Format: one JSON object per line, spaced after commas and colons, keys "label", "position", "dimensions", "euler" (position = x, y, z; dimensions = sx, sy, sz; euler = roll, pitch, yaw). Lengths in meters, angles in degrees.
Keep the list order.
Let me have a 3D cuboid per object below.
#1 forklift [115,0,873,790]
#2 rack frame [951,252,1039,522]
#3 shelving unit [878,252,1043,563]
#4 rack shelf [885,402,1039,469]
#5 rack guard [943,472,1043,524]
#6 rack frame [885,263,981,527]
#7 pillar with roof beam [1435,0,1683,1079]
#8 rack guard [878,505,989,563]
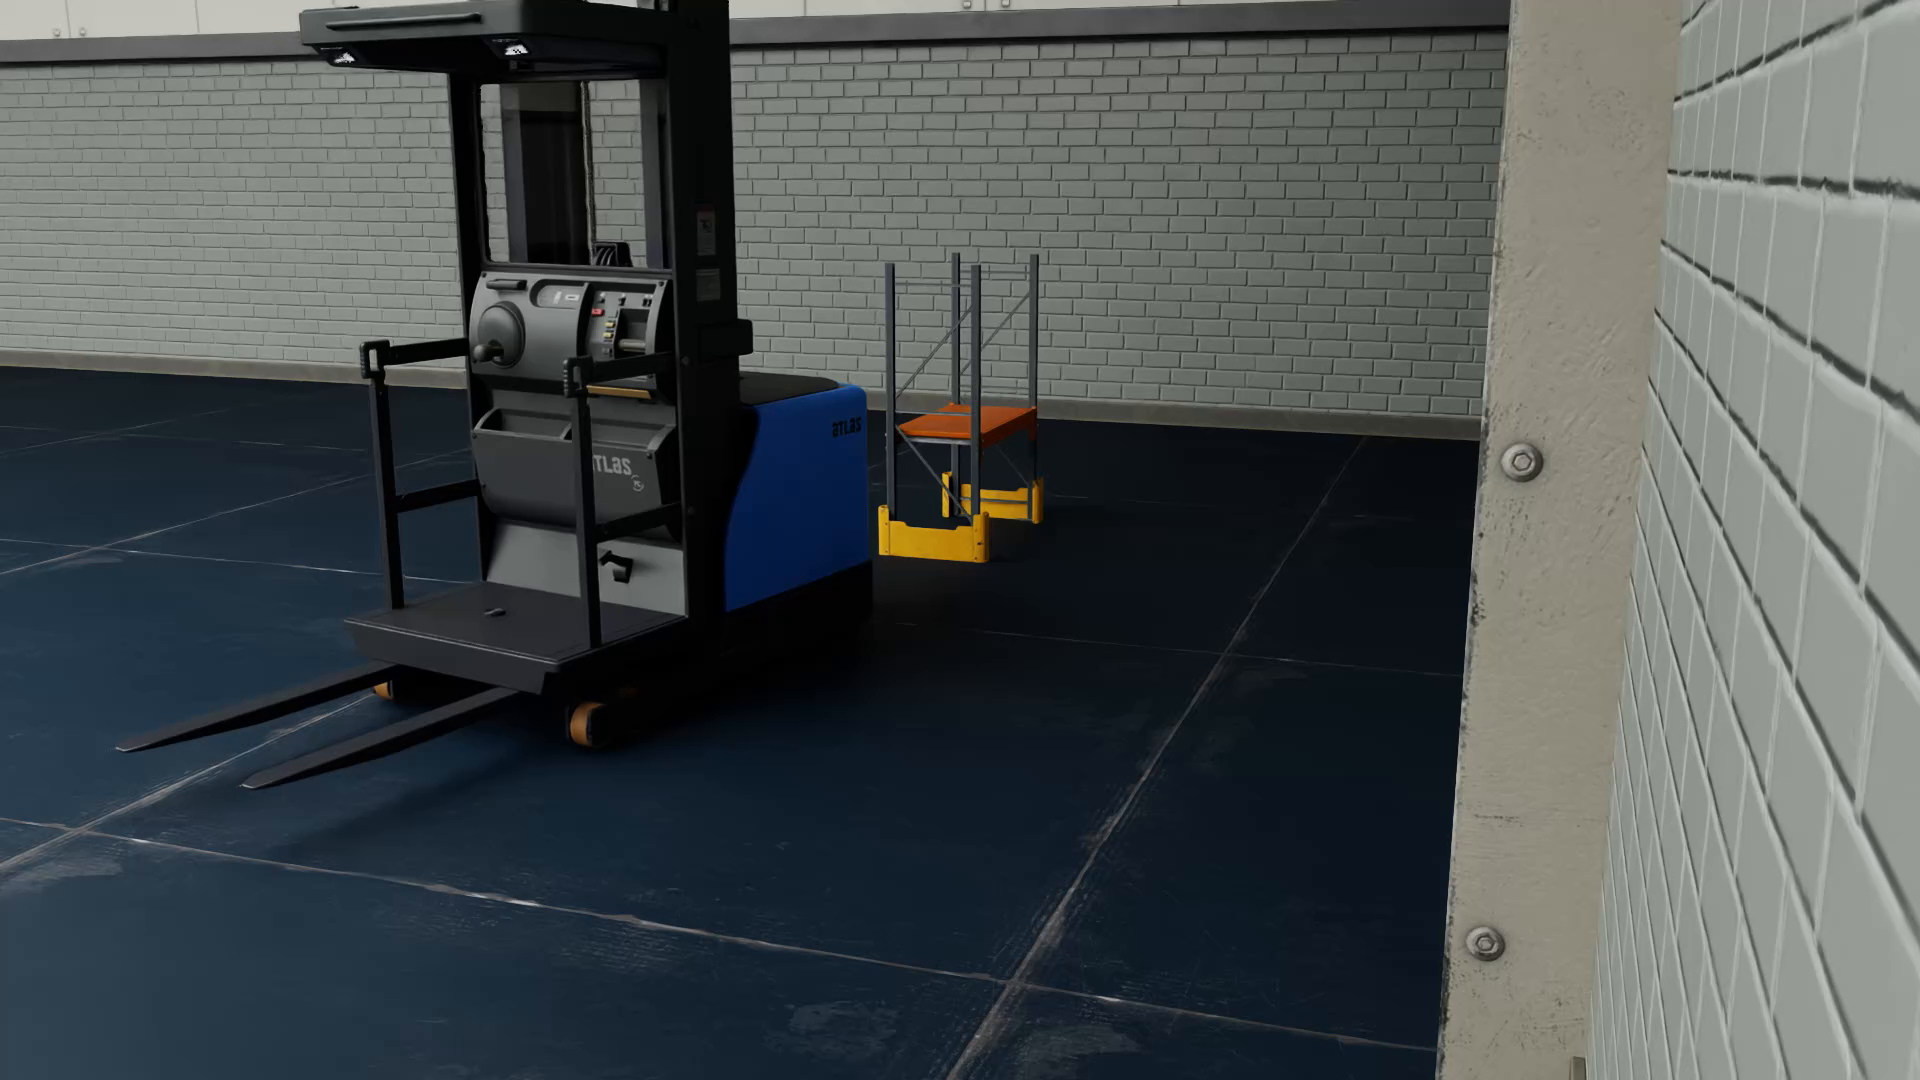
{"label": "forklift", "position": [-1.565, -0.817, 5.986], "dimensions": [1.130, 2.935, 3.031], "euler": [8, 15, 30]}
{"label": "rack frame", "position": [0.192, -0.856, 9.374], "dimensions": [0.500, 1.500, 0.032], "euler": [4, 14, 18]}
{"label": "shelving unit", "position": [0.025, -0.747, 8.896], "dimensions": [0.587, 1.500, 1.083], "euler": [4, 14, 18]}
{"label": "rack shelf", "position": [0.028, -0.574, 8.945], "dimensions": [0.538, 0.185, 1.000], "euler": [4, 14, 18]}
{"label": "rack guard", "position": [0.186, -0.243, 9.495], "dimensions": [0.587, 0.250, 0.087], "euler": [4, 14, 18]}
{"label": "rack frame", "position": [-0.137, -0.642, 8.436], "dimensions": [0.500, 1.500, 0.032], "euler": [4, 14, 18]}
{"label": "pillar with roof beam", "position": [-2.825, -3.506, 4.132], "dimensions": [9.100, 9.000, 0.400], "euler": [4, 14, 18]}
{"label": "rack guard", "position": [-0.136, -0.033, 8.576], "dimensions": [0.587, 0.250, 0.087], "euler": [4, 14, 18]}
